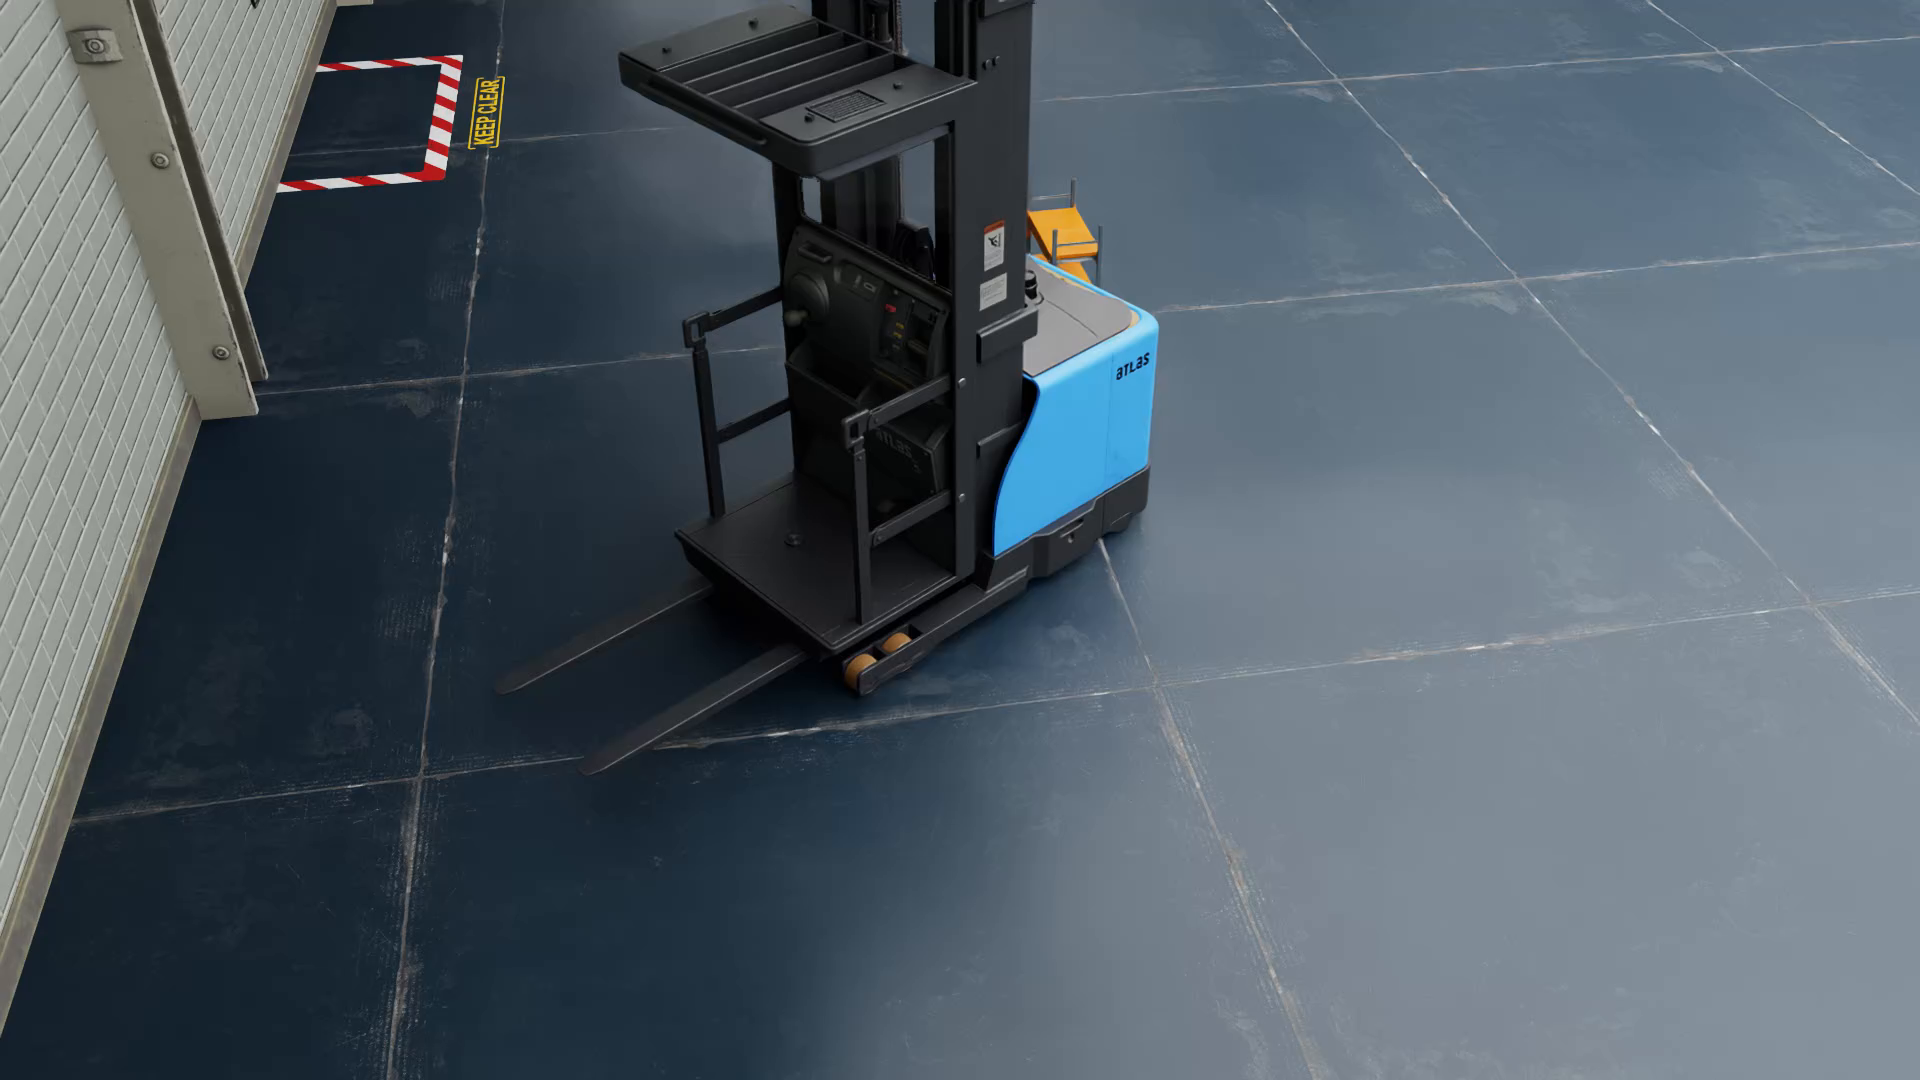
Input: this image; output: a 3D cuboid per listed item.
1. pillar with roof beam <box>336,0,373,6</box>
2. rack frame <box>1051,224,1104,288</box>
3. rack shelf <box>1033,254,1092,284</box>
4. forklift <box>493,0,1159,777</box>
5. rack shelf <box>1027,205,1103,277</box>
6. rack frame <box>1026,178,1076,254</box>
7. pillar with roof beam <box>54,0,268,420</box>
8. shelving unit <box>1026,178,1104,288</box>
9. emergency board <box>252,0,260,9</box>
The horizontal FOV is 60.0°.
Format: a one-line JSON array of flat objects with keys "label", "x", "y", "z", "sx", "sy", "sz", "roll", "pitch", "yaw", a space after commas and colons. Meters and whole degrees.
[{"label": "pillar with roof beam", "x": -0.628, "y": -8.390, "z": 11.215, "sx": 9.100, "sy": 9.000, "sz": 0.400, "roll": -6, "pitch": 38, "yaw": -8}, {"label": "rack frame", "x": 0.544, "y": -0.964, "z": 8.013, "sx": 0.240, "sy": 1.200, "sz": 0.015, "roll": -7, "pitch": 38, "yaw": -9}, {"label": "rack shelf", "x": 0.493, "y": -1.234, "z": 8.105, "sx": 0.258, "sy": 0.148, "sz": 0.480, "roll": -7, "pitch": 38, "yaw": -9}, {"label": "forklift", "x": -0.533, "y": -0.878, "z": 6.491, "sx": 3.031, "sy": 2.935, "sz": 1.130, "roll": -30, "pitch": 47, "yaw": -33}, {"label": "rack shelf", "x": 0.493, "y": -1.421, "z": 7.960, "sx": 0.258, "sy": 0.148, "sz": 0.480, "roll": -7, "pitch": 38, "yaw": -9}, {"label": "rack frame", "x": 0.443, "y": -1.257, "z": 8.390, "sx": 0.240, "sy": 1.200, "sz": 0.015, "roll": -7, "pitch": 38, "yaw": -9}, {"label": "pillar with roof beam", "x": 0.424, "y": -4.766, "z": 6.550, "sx": 9.100, "sy": 9.000, "sz": 0.400, "roll": -6, "pitch": 38, "yaw": -8}, {"label": "shelving unit", "x": 0.493, "y": -1.110, "z": 8.201, "sx": 0.258, "sy": 1.200, "sz": 0.503, "roll": -7, "pitch": 38, "yaw": -9}, {"label": "emergency board", "x": -4.487, "y": -4.054, "z": 10.523, "sx": 0.157, "sy": 1.169, "sz": 0.626, "roll": -6, "pitch": 38, "yaw": -8}]
